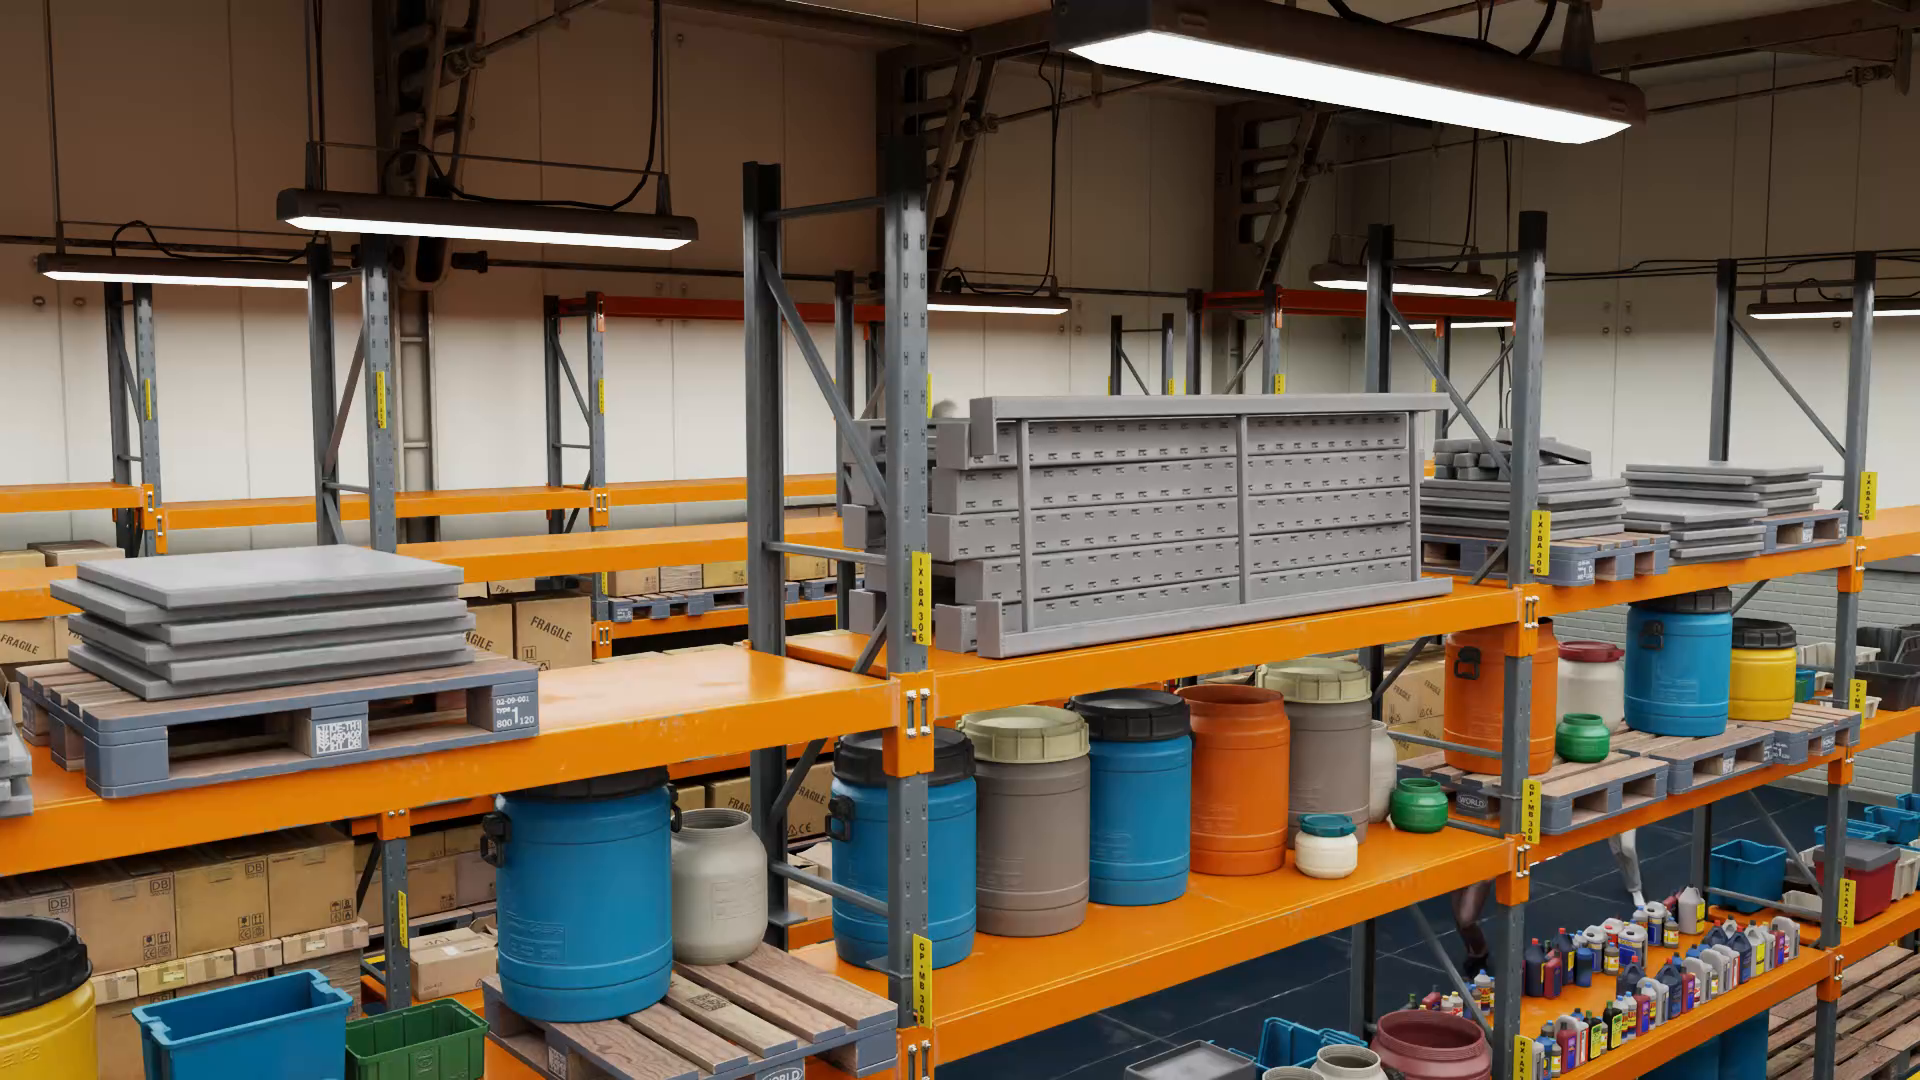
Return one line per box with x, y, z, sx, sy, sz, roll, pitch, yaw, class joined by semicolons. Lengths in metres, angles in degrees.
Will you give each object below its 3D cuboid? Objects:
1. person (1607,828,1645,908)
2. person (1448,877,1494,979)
6.568;2.754;16.628;0.642;1.656;0.700;3;6;28;person
4.383;2.938;14.372;0.689;1.715;0.633;-5;8;-44;person
